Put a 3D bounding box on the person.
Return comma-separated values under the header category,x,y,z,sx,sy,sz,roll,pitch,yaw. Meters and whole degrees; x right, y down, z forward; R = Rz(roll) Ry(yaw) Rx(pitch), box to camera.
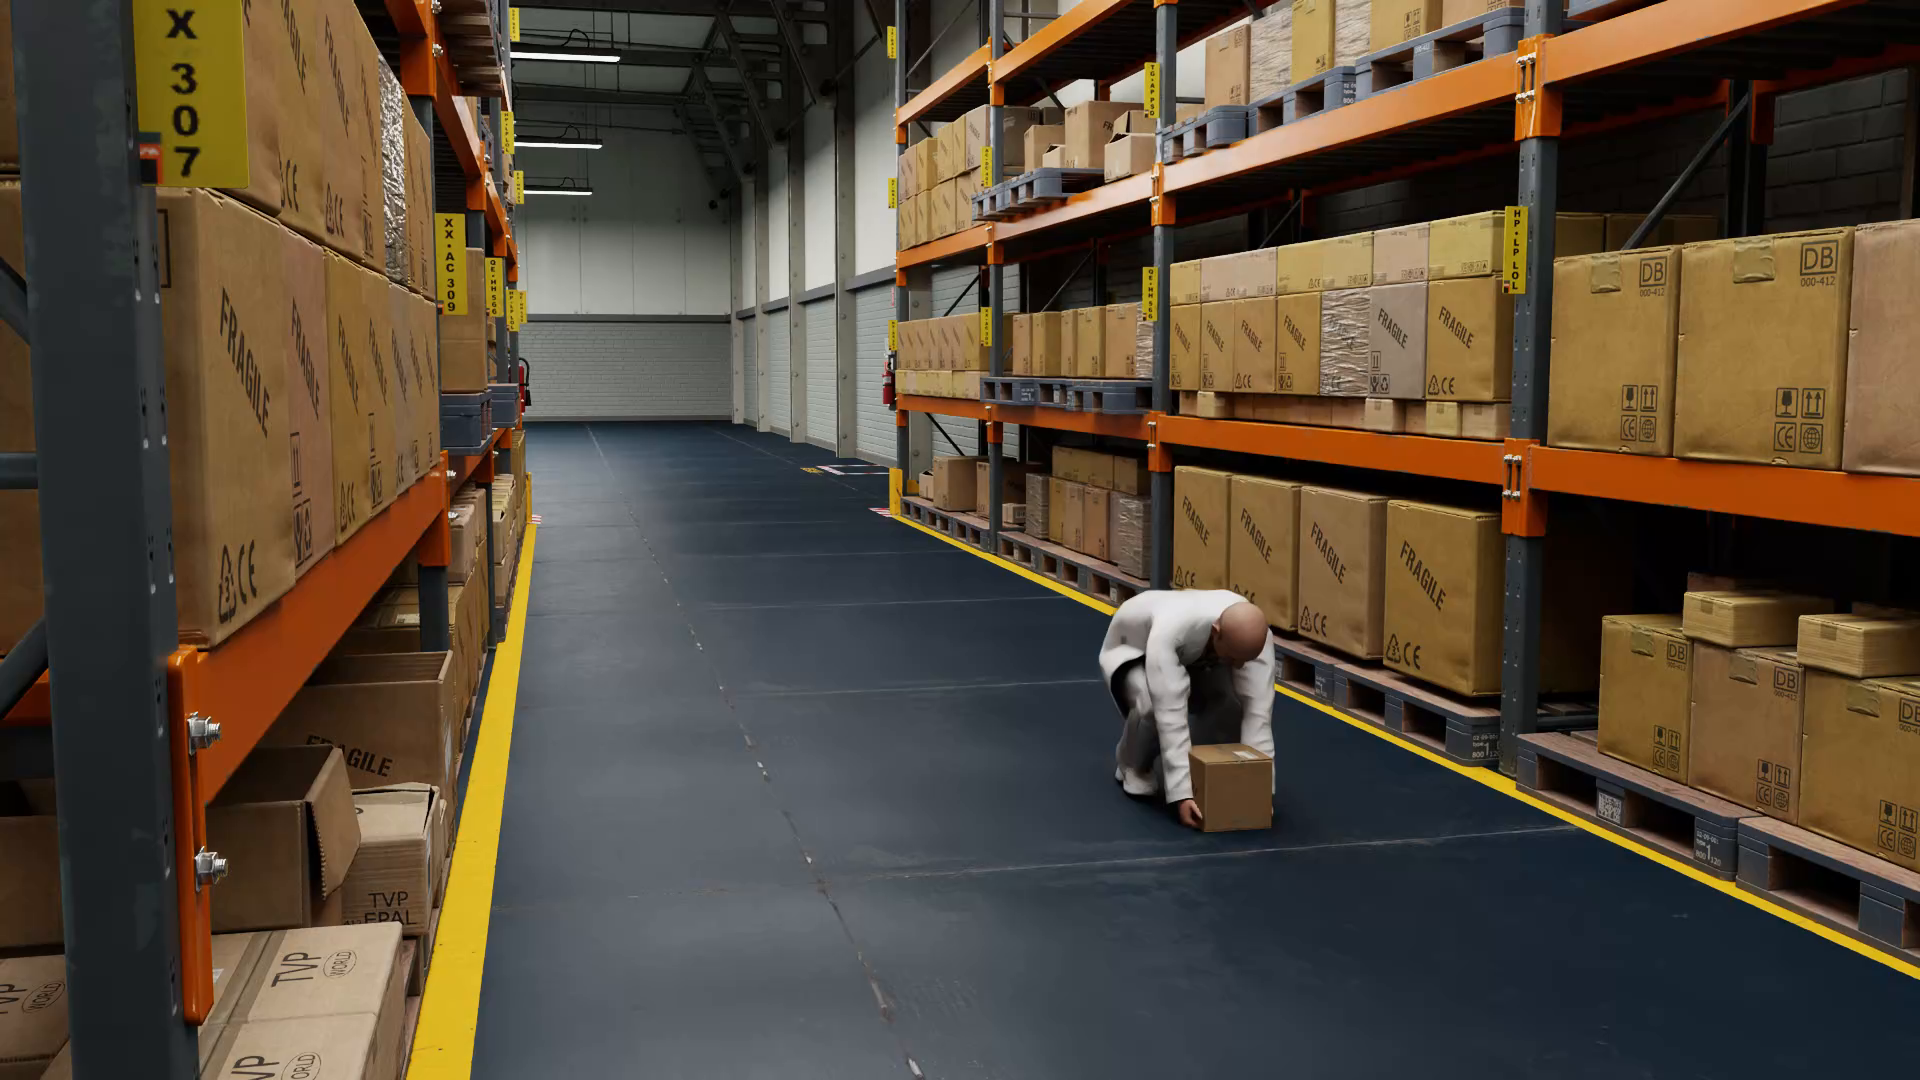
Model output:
category,x,y,z,sx,sy,sz,roll,pitch,yaw
person,0.842,0.581,6.170,0.570,0.810,0.933,-2,6,-15
